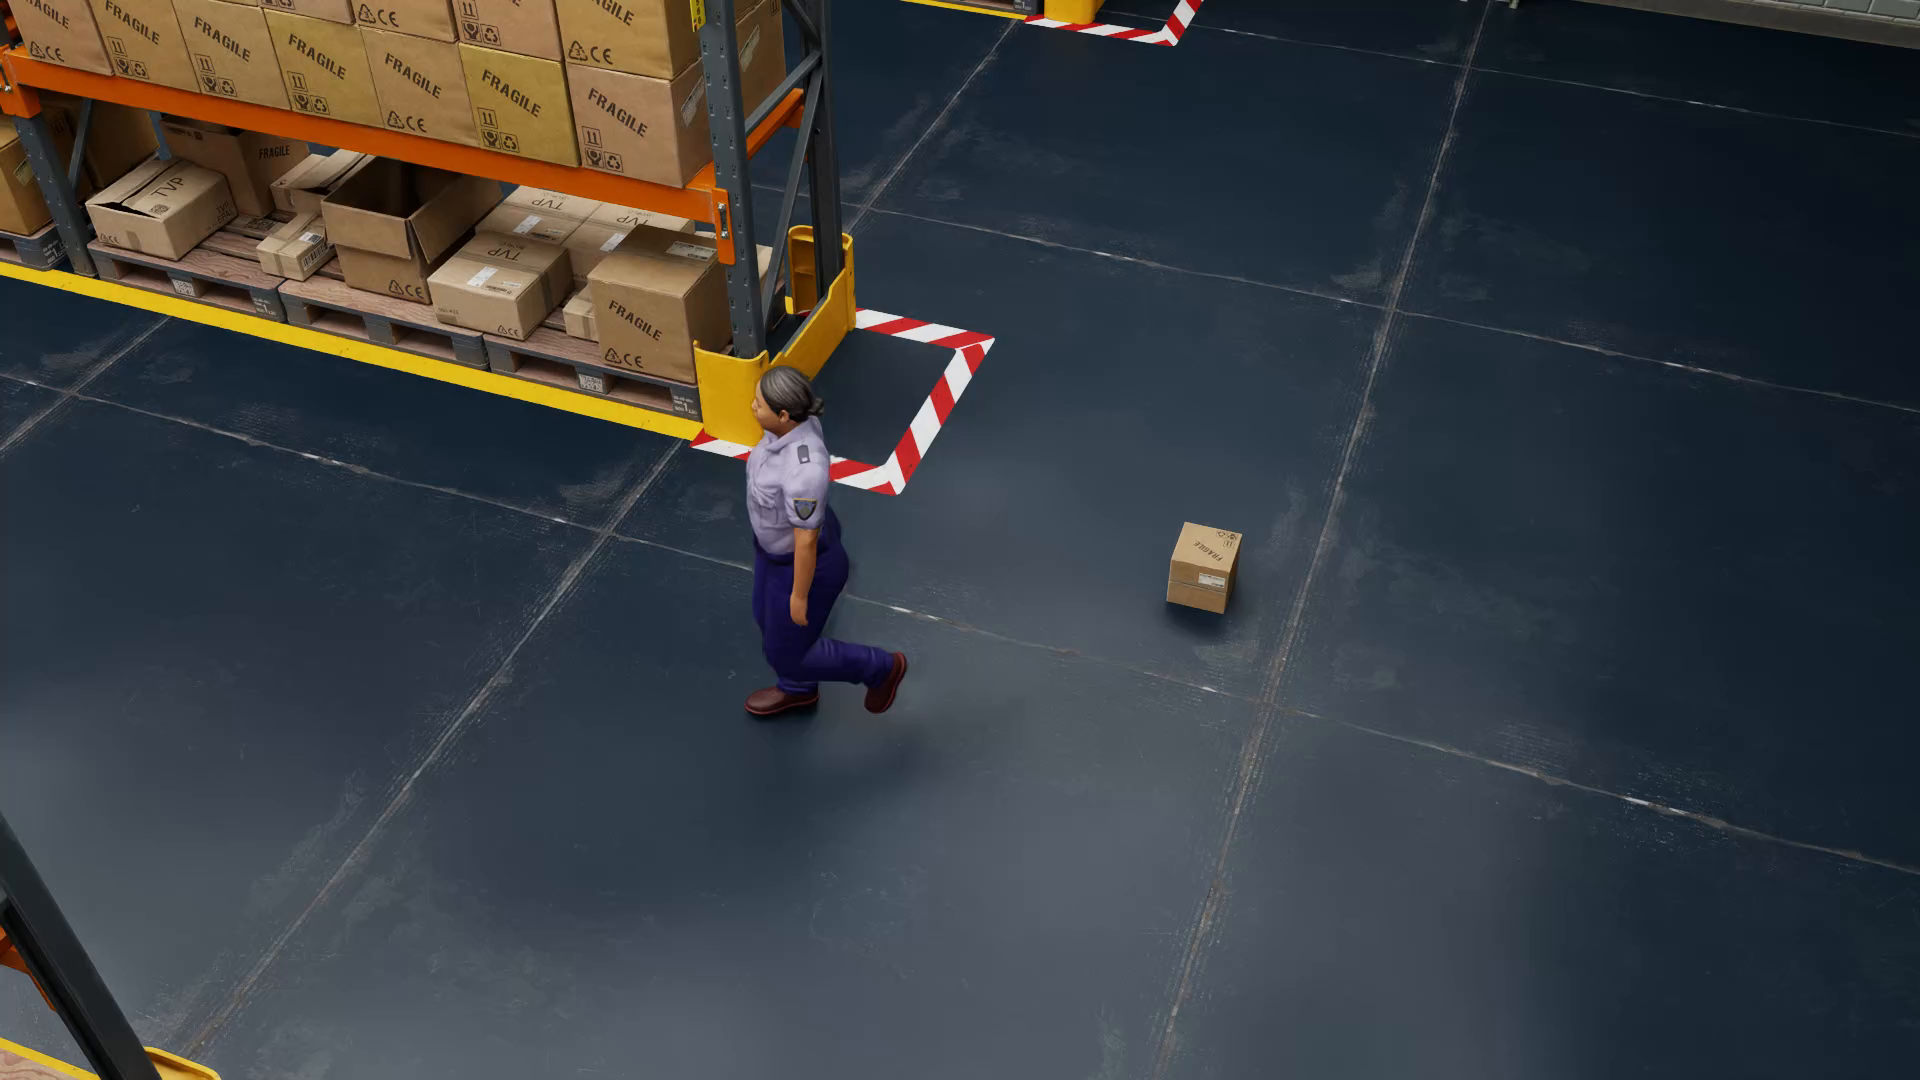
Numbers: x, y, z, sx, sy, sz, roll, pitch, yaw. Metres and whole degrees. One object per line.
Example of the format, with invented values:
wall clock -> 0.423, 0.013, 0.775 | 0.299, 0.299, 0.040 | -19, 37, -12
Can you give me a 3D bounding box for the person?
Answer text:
person -> -0.538, 0.049, 6.085 | 0.630, 1.630, 0.505 | -8, 42, -9
